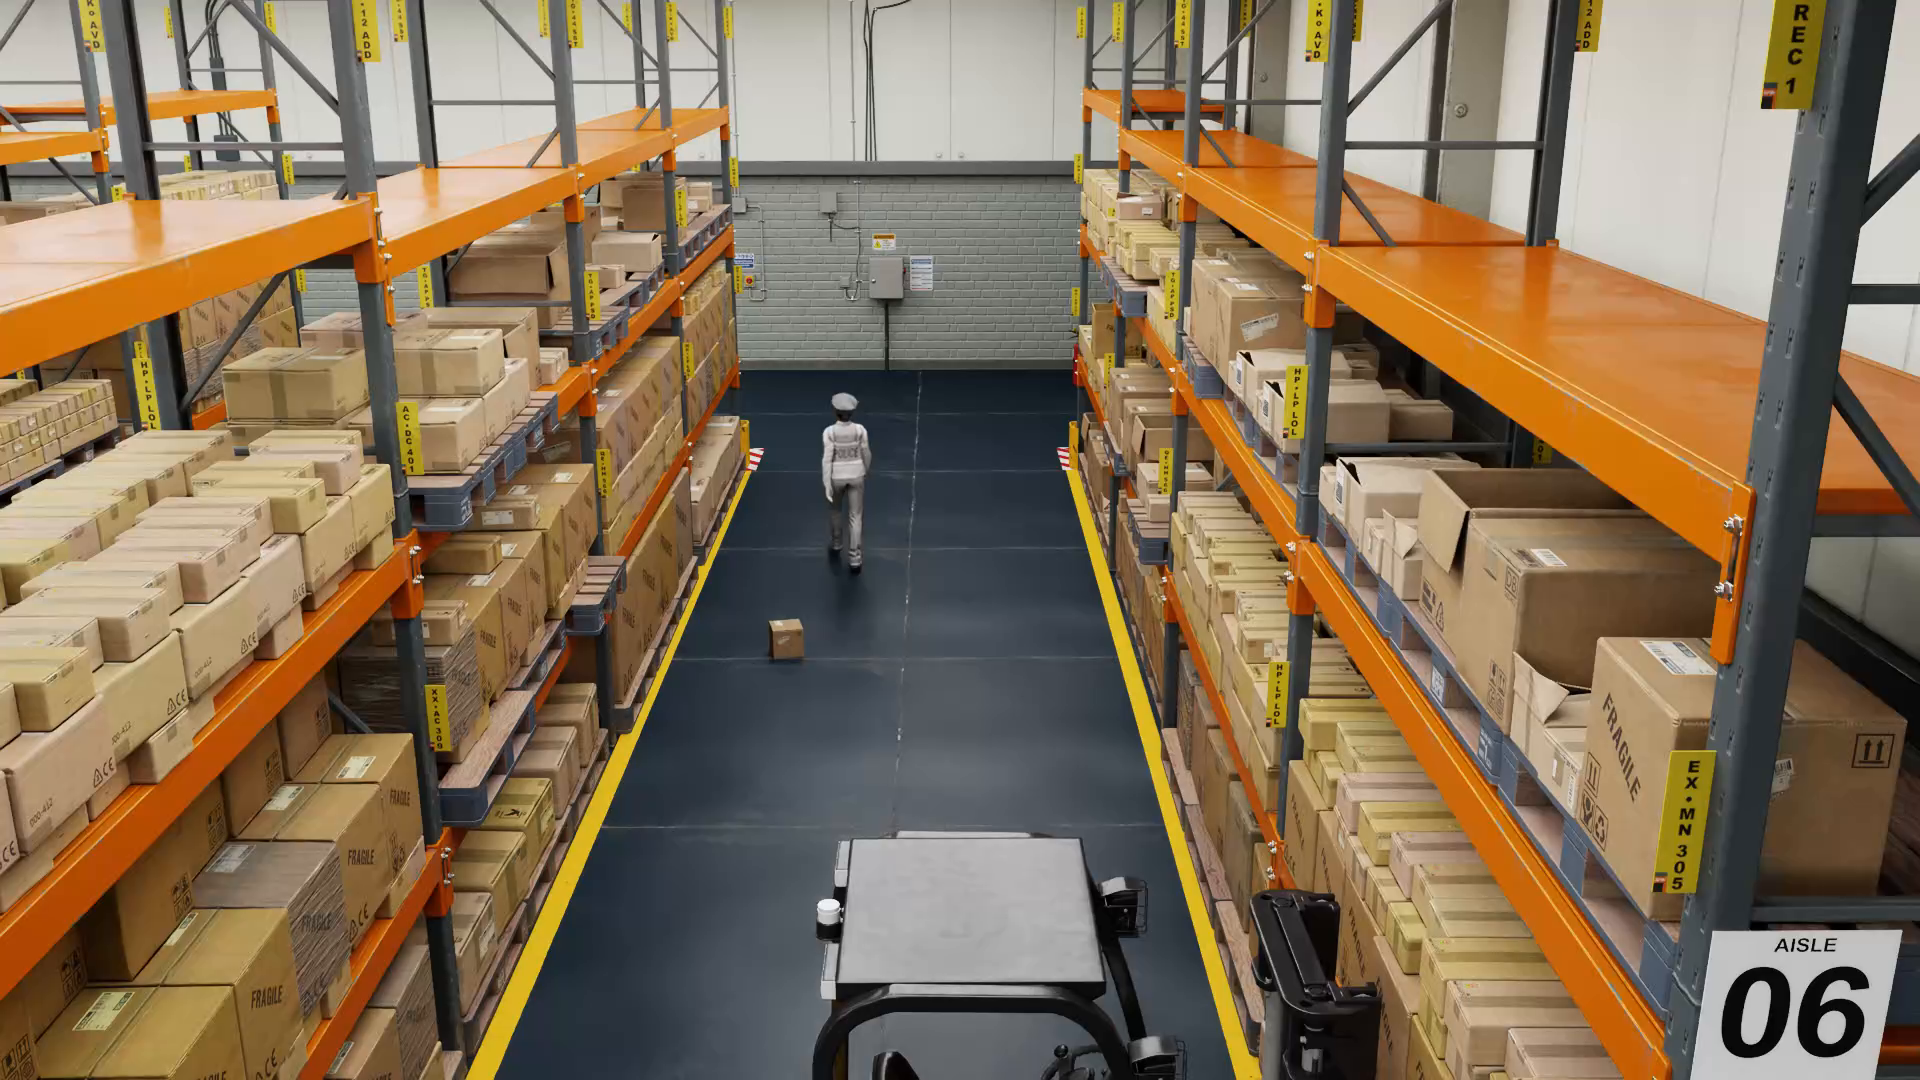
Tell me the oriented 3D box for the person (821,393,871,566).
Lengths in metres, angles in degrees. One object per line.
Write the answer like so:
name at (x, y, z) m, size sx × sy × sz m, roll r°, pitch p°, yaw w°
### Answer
person at (-1.089, -0.624, 15.981) m, size 0.482 × 1.632 × 0.979 m, roll -2°, pitch 17°, yaw -5°
